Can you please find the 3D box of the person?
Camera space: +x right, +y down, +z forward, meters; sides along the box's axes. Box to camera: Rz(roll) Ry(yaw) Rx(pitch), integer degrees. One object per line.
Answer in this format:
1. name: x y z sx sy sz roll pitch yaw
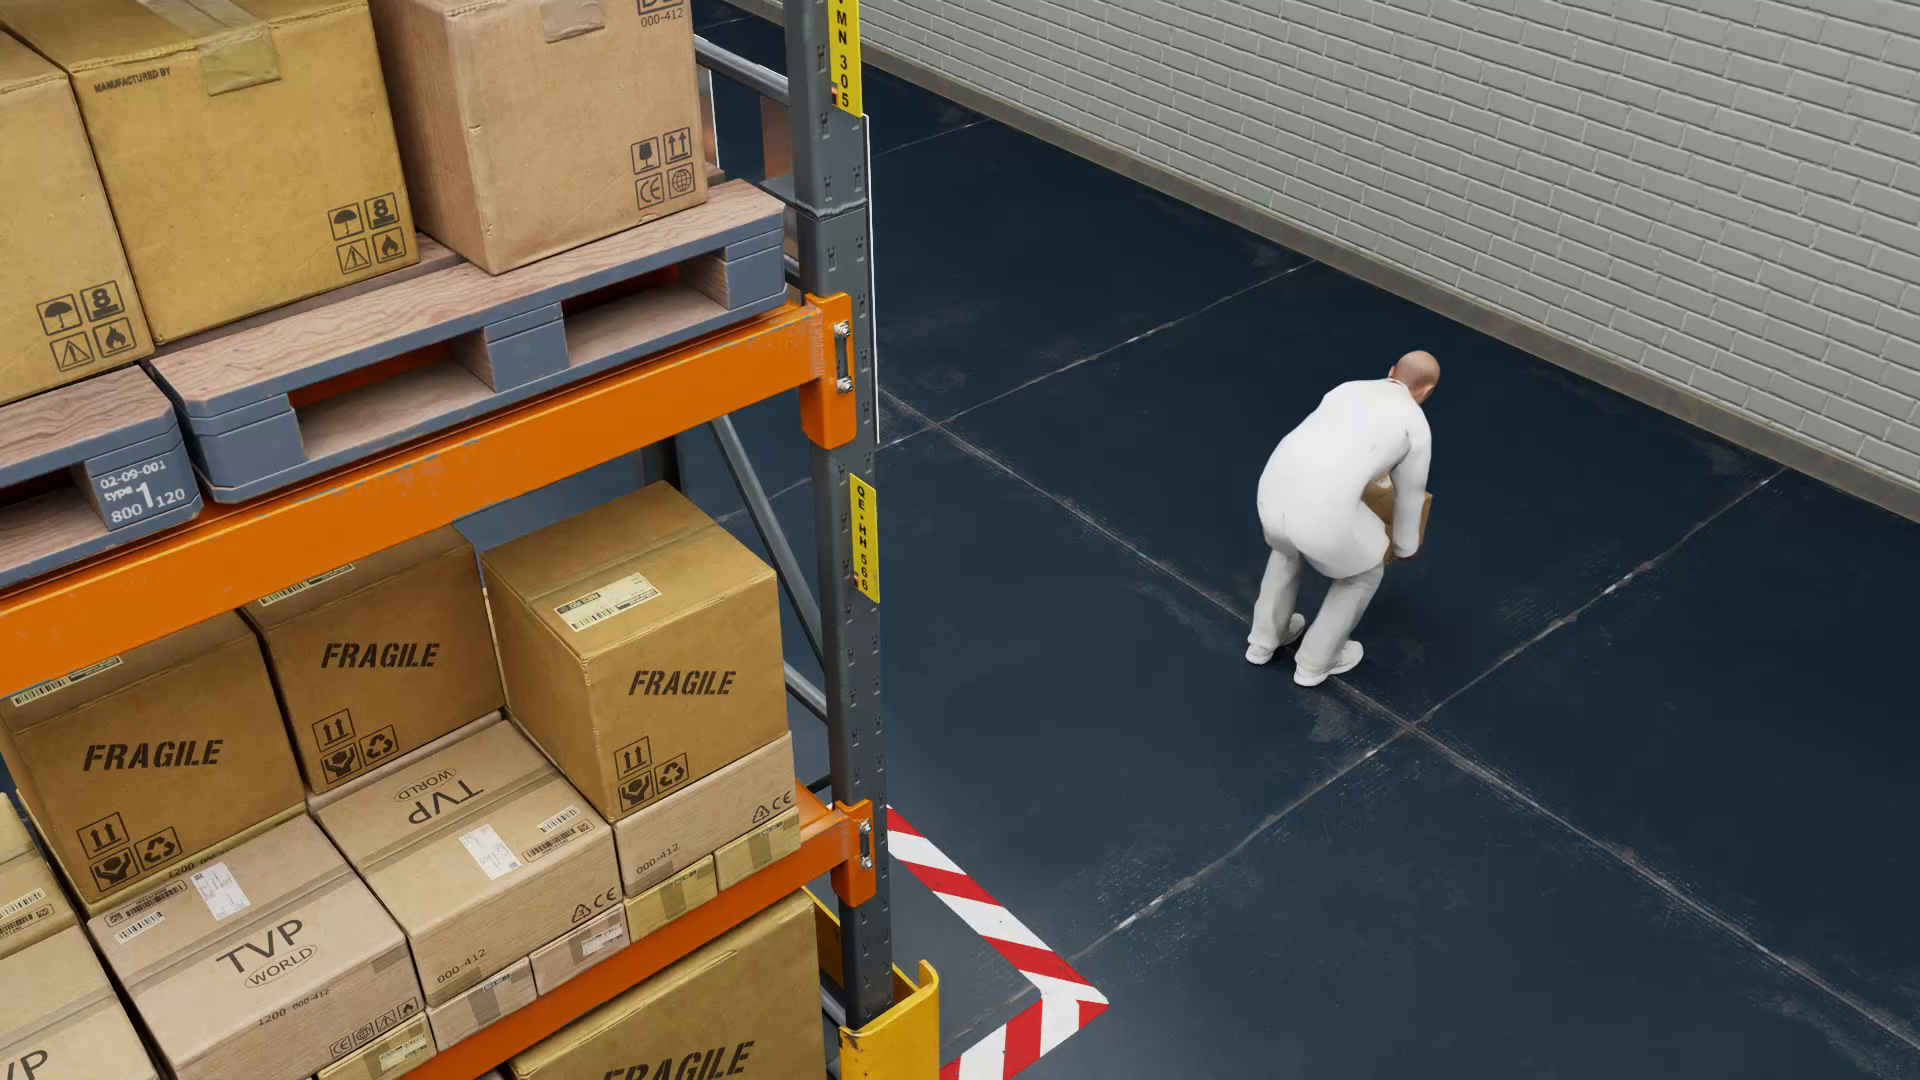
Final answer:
1. person: 1.563 -0.069 6.730 0.915 1.229 0.569 -28 44 -33
